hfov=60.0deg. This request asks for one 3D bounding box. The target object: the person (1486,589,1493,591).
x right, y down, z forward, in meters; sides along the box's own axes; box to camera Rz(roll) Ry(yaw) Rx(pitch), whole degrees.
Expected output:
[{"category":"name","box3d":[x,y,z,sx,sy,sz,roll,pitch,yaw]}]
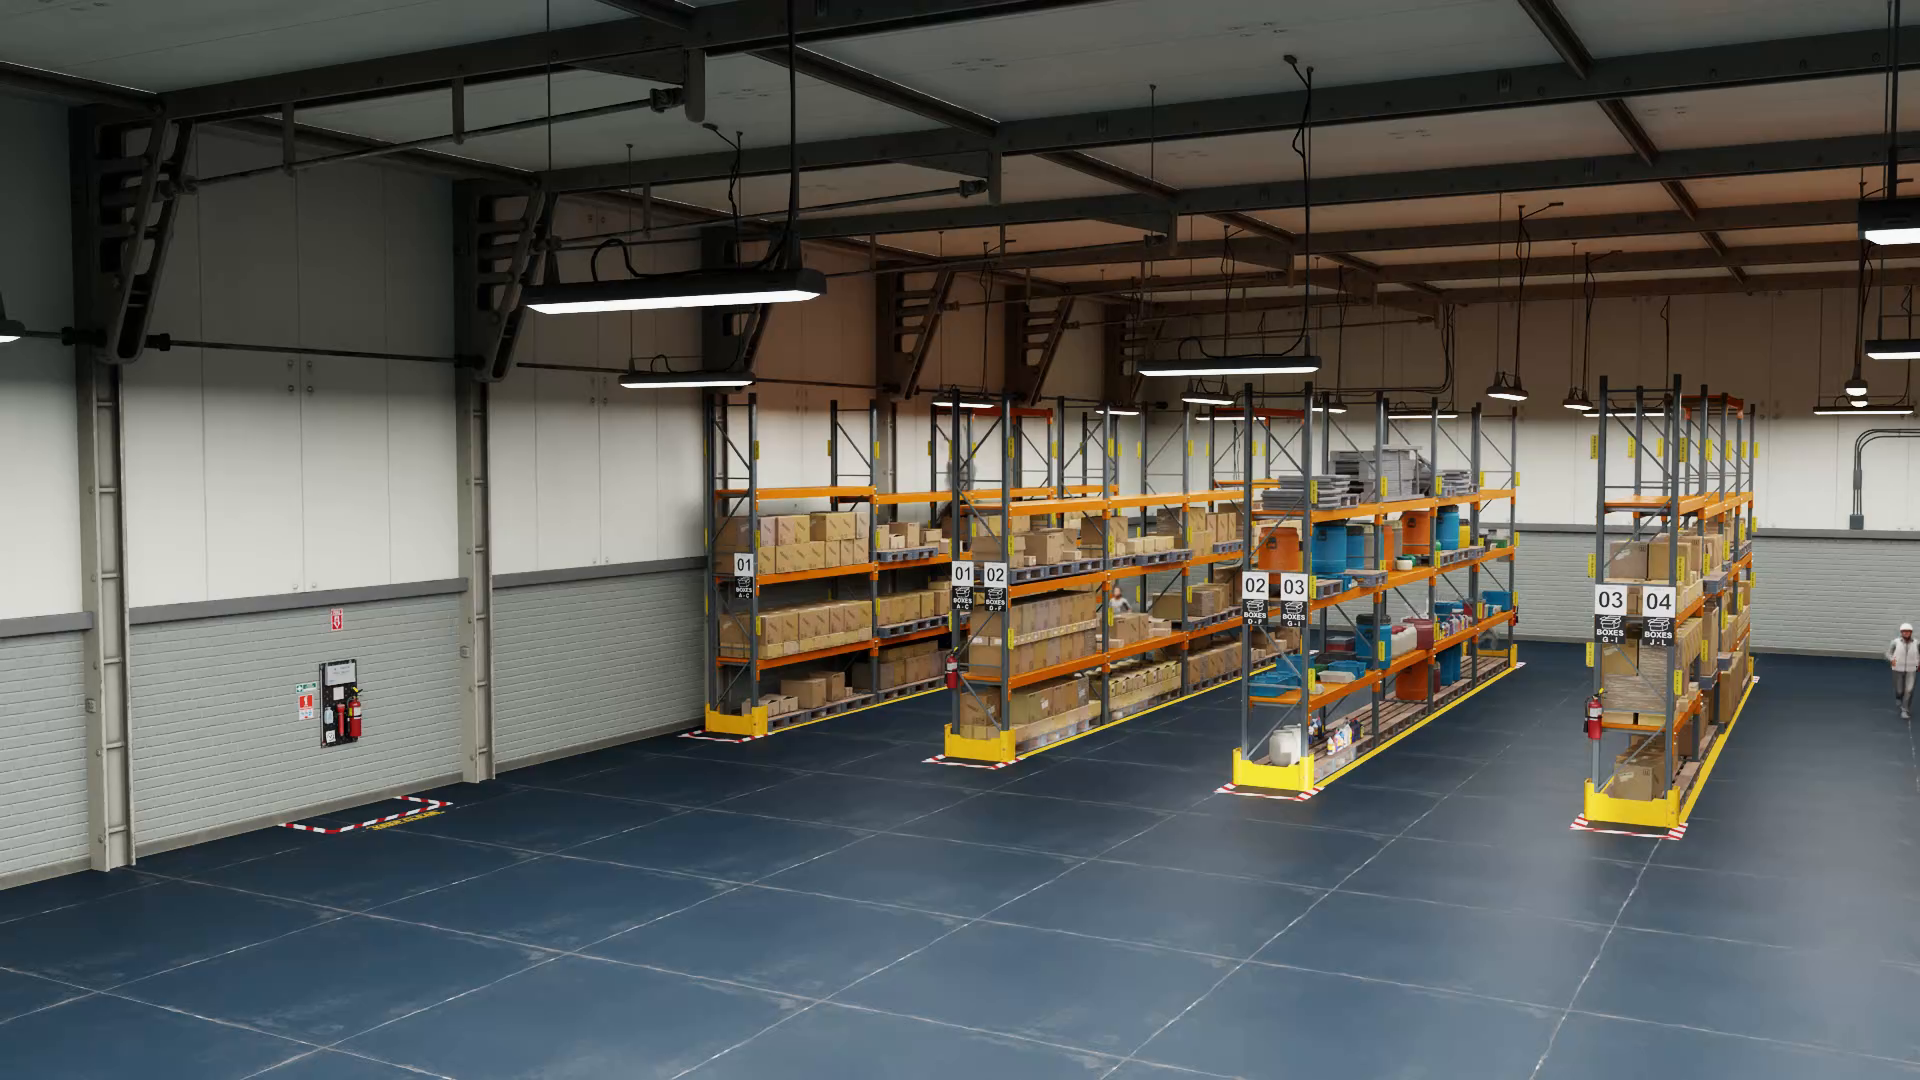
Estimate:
[{"category":"person","box3d":[12.595,2.030,39.691,0.796,1.761,0.466,3,4,43]}]

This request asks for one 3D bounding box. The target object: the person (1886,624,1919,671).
[{"category":"person","box3d":[17.779,2.013,31.231,0.671,0.873,0.542,2,3,27]}]

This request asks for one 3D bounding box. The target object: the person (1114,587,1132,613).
[{"category":"person","box3d":[3.591,1.835,37.821,0.574,1.545,0.607,1,3,23]}]
